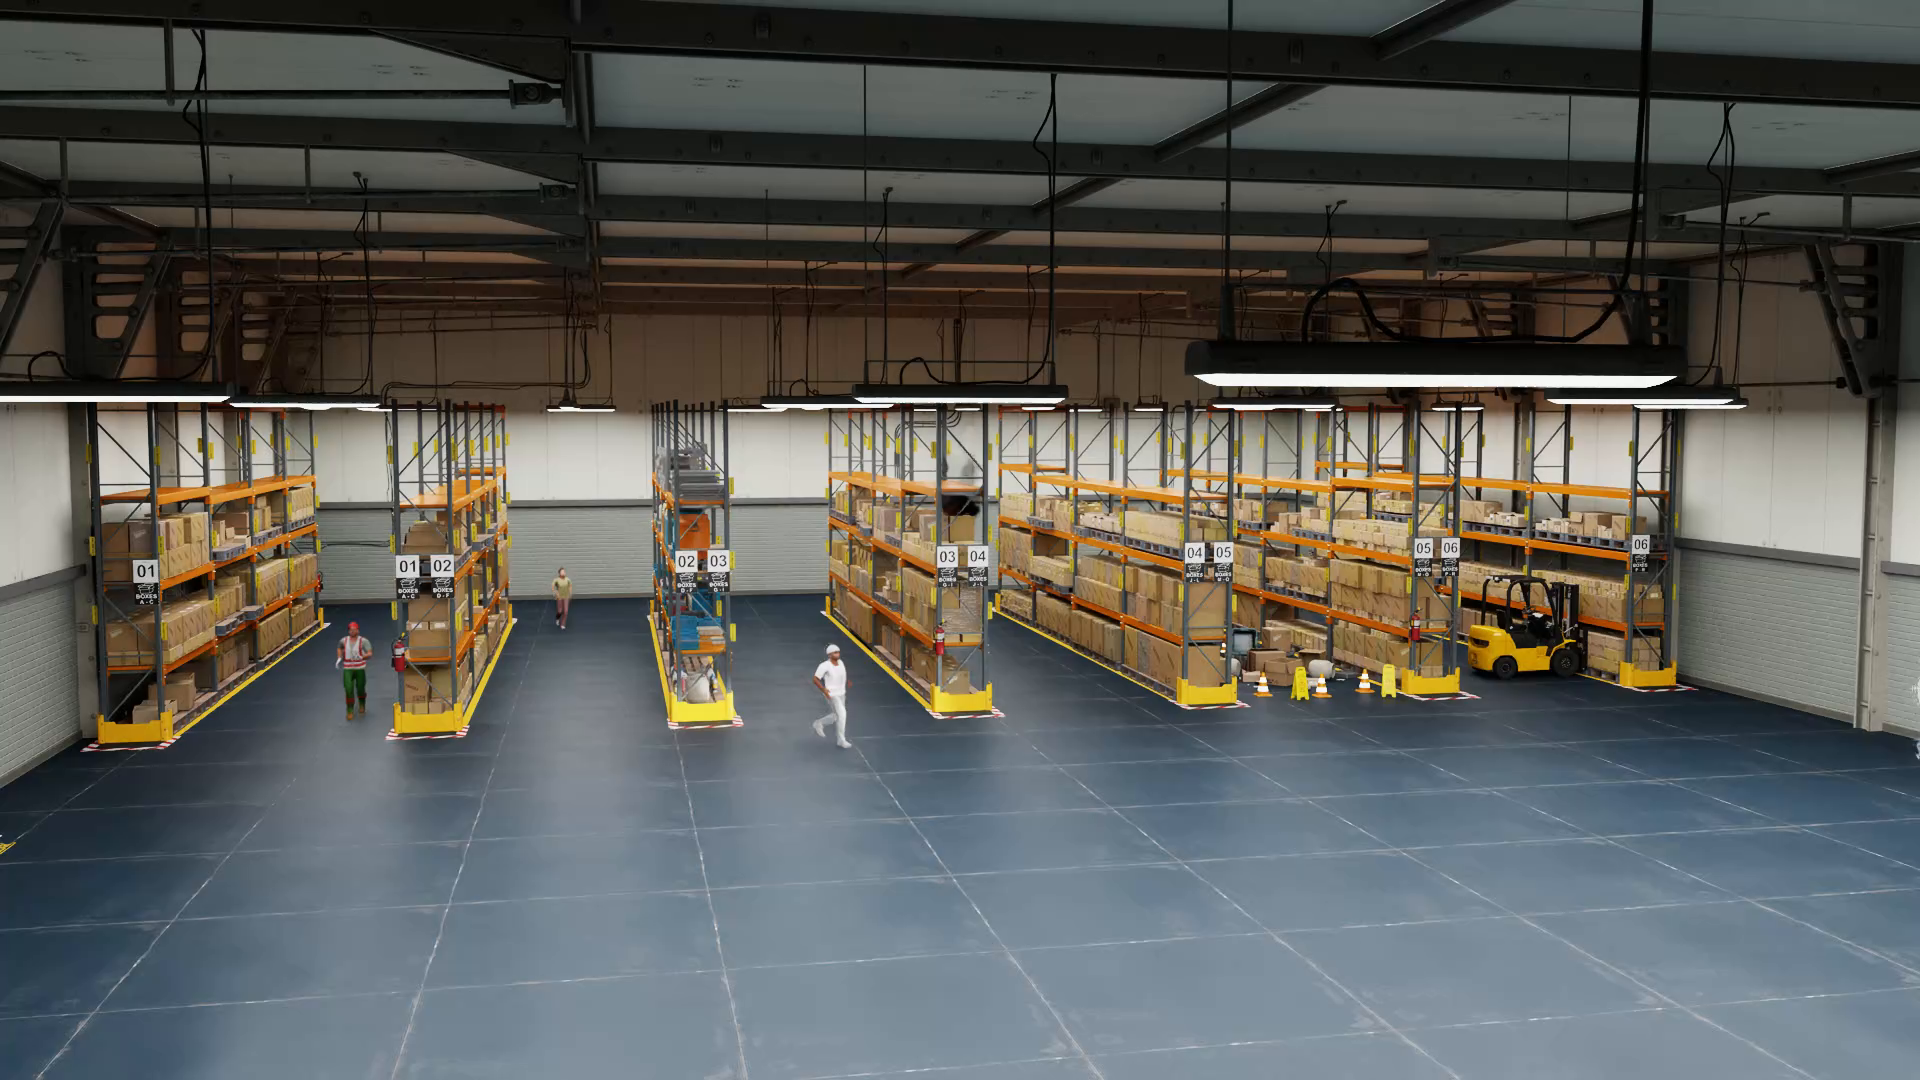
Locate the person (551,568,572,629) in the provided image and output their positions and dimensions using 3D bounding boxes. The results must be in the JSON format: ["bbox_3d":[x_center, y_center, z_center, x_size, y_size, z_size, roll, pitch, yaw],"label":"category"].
[{"bbox_3d":[-10.633,1.568,44.463,0.569,1.604,0.546,-2,5,-27],"label":"person"}]

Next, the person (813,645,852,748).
[{"bbox_3d":[-2.202,2.684,28.813,0.823,1.763,0.690,3,5,31],"label":"person"}]

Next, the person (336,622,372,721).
[{"bbox_3d":[-11.415,2.438,31.350,0.666,1.793,0.922,-1,4,-12],"label":"person"}]
